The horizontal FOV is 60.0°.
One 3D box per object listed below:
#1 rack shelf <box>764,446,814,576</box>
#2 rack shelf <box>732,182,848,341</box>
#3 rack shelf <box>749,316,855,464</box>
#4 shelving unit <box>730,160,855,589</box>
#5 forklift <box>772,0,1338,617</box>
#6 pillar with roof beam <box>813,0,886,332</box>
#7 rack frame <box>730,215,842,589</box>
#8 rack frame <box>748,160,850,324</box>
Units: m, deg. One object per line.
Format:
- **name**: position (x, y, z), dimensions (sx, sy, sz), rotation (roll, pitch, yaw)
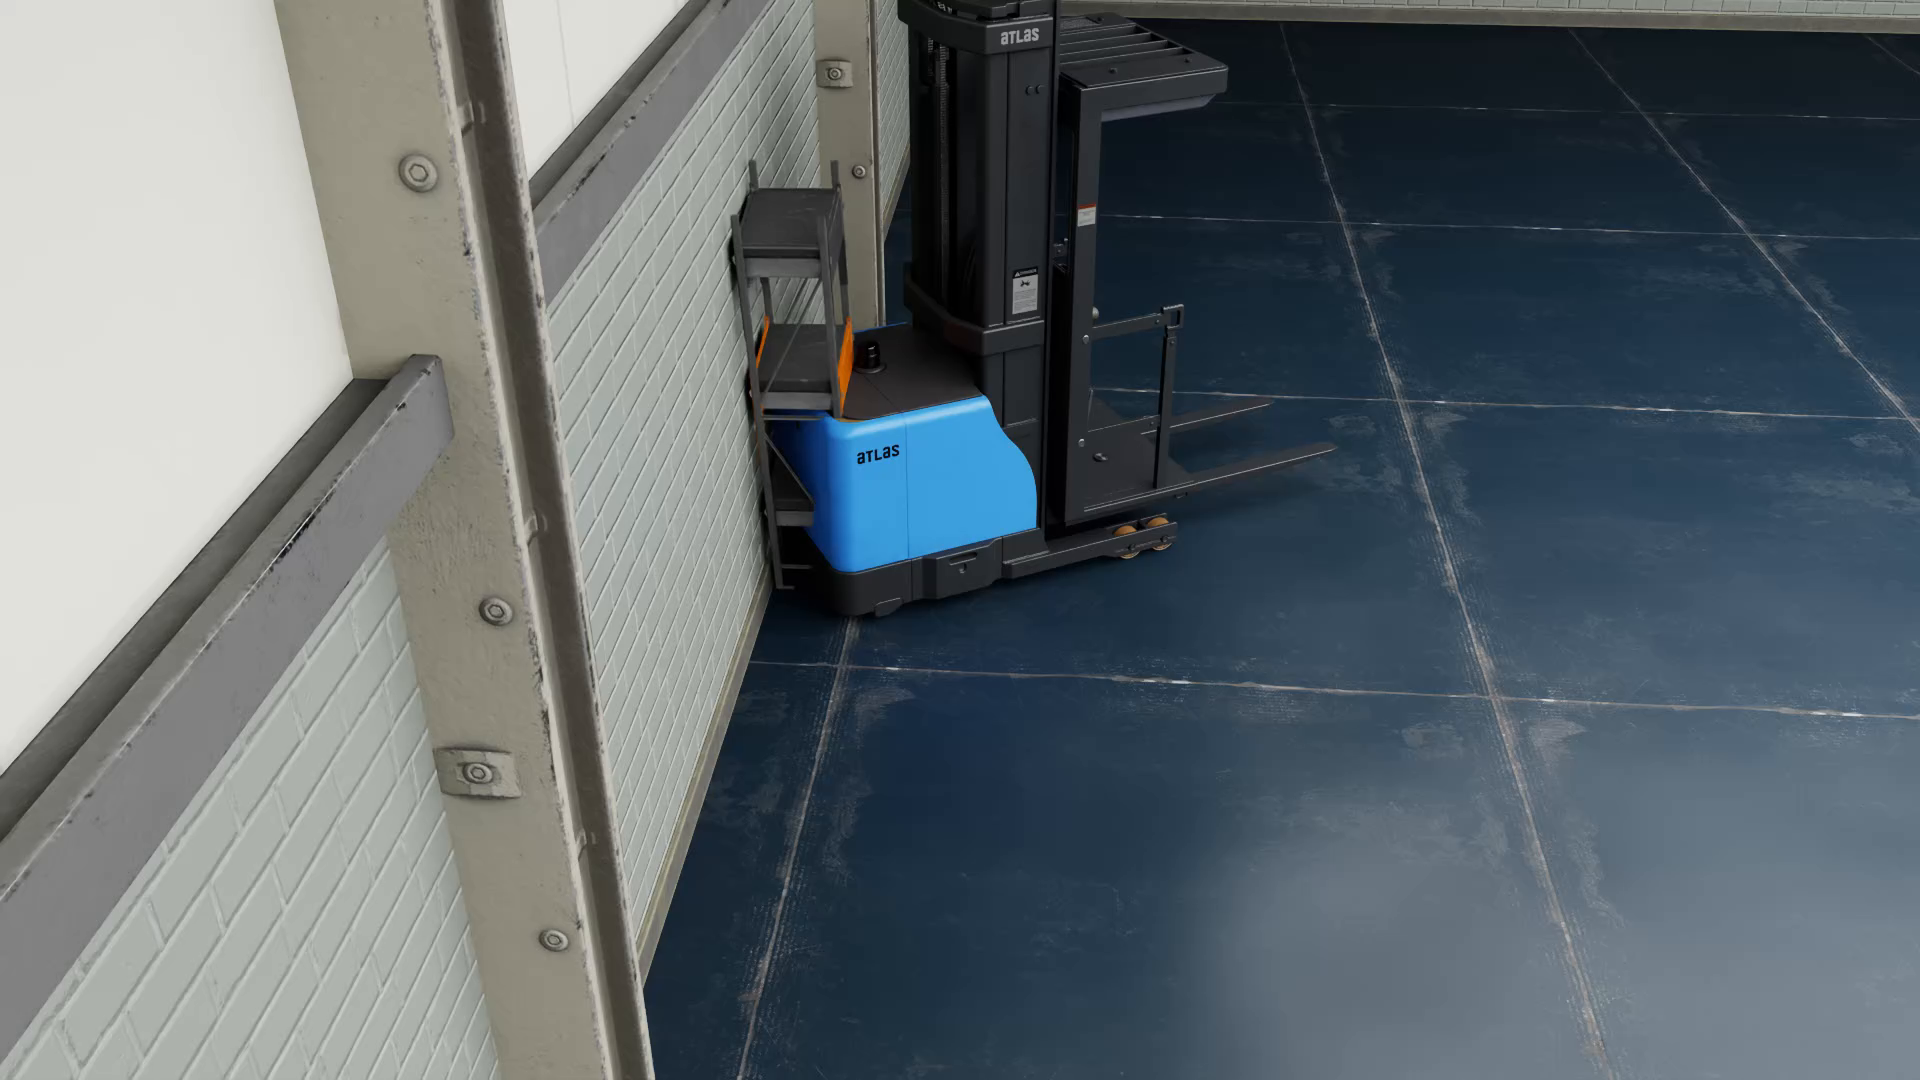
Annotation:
- **rack shelf**: position (-0.713, -0.170, 8.289), dimensions (0.431, 0.518, 0.480), rotation (1, 40, 3)
- **rack shelf**: position (-0.743, -1.237, 7.383), dimensions (0.431, 0.518, 0.480), rotation (1, 40, 3)
- **rack shelf**: position (-0.728, -0.704, 7.836), dimensions (0.431, 0.518, 0.480), rotation (1, 40, 3)
- **shelving unit**: position (-0.728, -0.714, 7.827), dimensions (0.431, 2.100, 0.503), rotation (1, 40, 3)
- **forklift**: position (0.570, -1.388, 8.209), dimensions (3.031, 2.935, 1.130), rotation (-14, 34, -21)
- **pillar with roof beam**: position (3.658, -4.638, 7.699), dimensions (9.100, 9.000, 0.400), rotation (2, 32, 4)
- **rack frame**: position (-0.742, -0.556, 7.641), dimensions (0.400, 2.100, 0.015), rotation (1, 40, 3)
- **rack frame**: position (-0.714, -0.872, 8.012), dimensions (0.400, 2.100, 0.015), rotation (1, 40, 3)
